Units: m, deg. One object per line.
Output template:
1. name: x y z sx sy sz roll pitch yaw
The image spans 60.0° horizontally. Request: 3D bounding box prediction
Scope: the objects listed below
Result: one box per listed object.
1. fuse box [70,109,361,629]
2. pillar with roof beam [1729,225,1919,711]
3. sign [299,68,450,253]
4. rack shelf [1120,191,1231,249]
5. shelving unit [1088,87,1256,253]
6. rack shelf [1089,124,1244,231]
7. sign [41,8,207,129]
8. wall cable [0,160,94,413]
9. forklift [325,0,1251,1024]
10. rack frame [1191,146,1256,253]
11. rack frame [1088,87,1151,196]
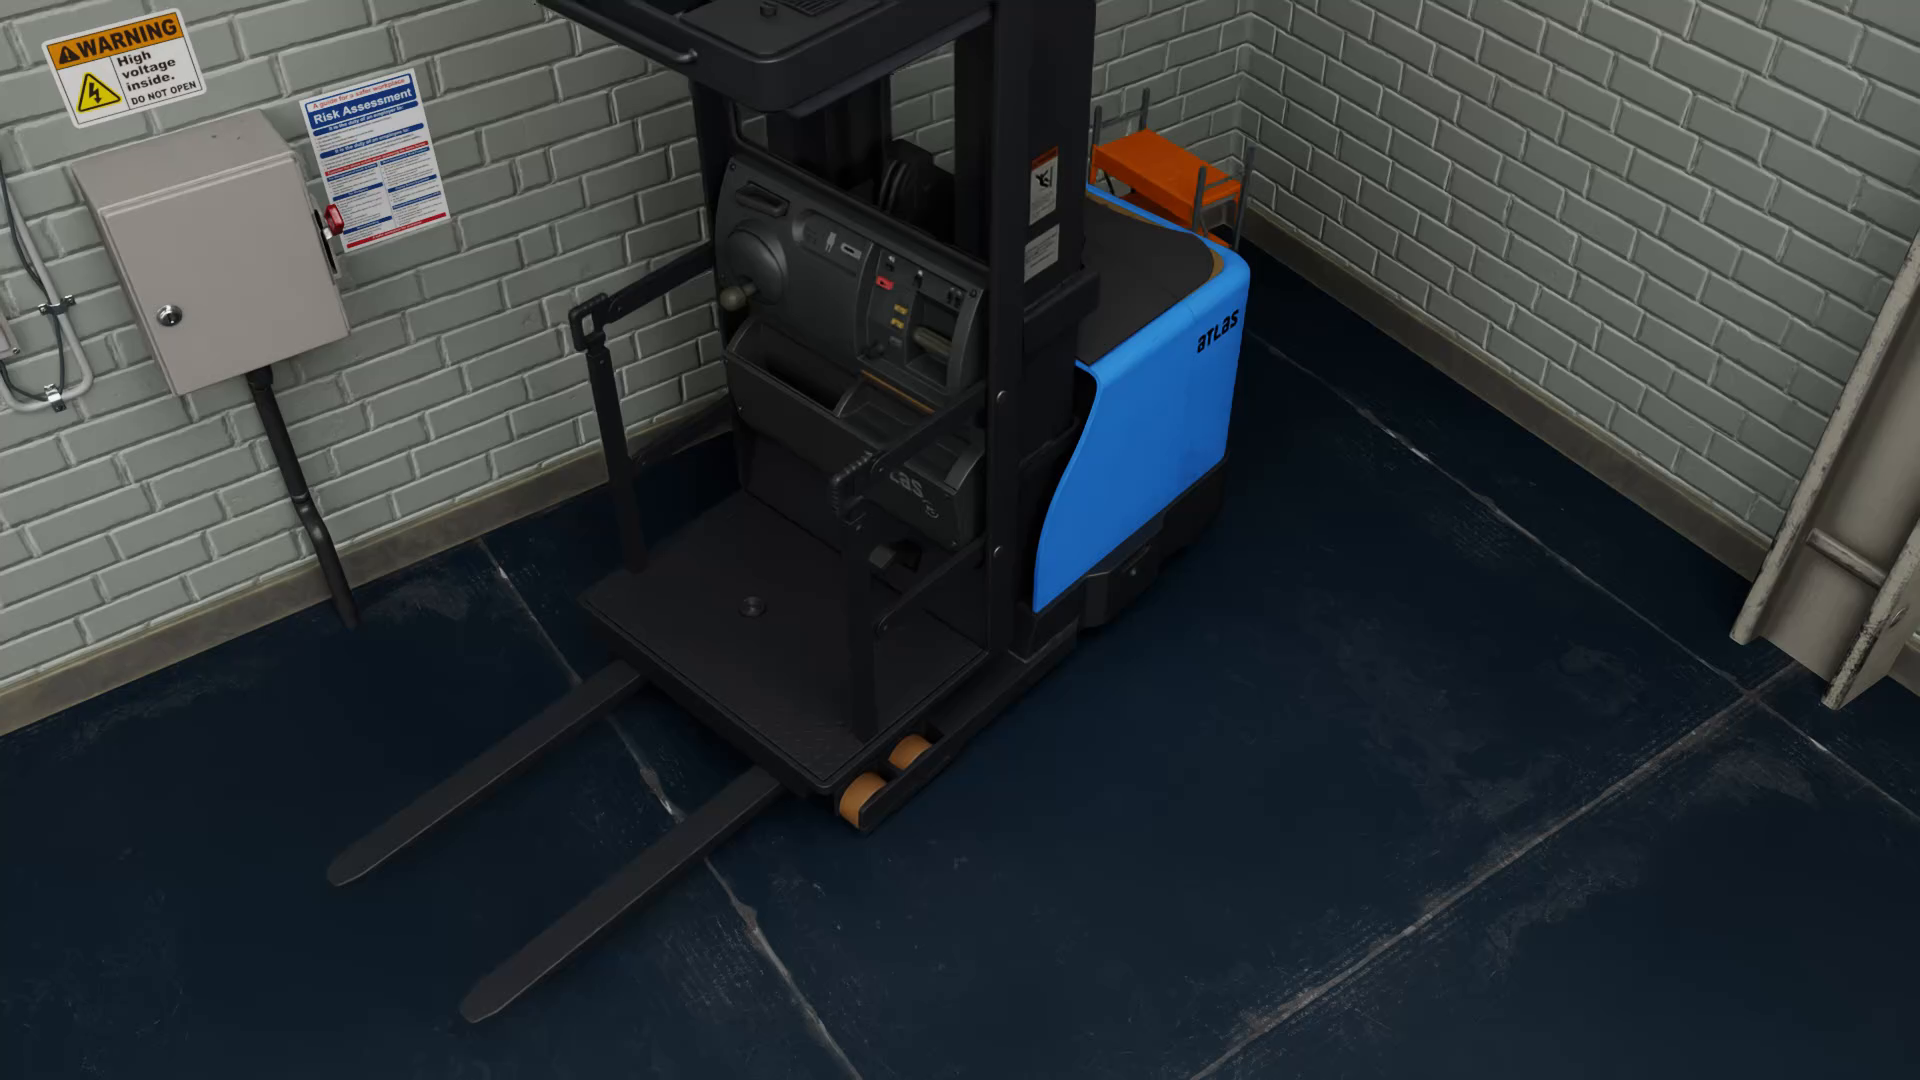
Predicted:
1. fuse box: -1.960 -0.342 4.869 0.539 1.711 0.414 -26 49 -24
2. pillar with roof beam: -0.787 -1.192 0.482 9.100 9.000 0.400 -26 49 -24
3. sign: -1.674 -1.086 4.784 0.329 0.494 0.001 -26 49 -24
4. rack shelf: 0.680 -1.017 5.710 0.258 0.148 0.480 -27 50 -29
5. shelving unit: 0.674 -0.900 5.815 0.258 1.200 0.503 -27 50 -29
6. rack shelf: 0.690 -1.193 5.553 0.258 0.148 0.480 -27 50 -29
7. sign: -2.124 -1.202 4.239 0.339 0.242 0.001 -26 49 -24
8. wall cable: -2.610 -0.995 3.885 0.588 1.984 0.122 -26 49 -24
9. forklift: -0.451 -0.616 4.273 1.130 2.935 3.031 32 52 29
10. rack frame: 0.827 -0.769 5.677 0.240 1.200 0.015 -27 50 -29
11. rack frame: 0.522 -1.032 5.952 0.240 1.200 0.015 -27 50 -29
